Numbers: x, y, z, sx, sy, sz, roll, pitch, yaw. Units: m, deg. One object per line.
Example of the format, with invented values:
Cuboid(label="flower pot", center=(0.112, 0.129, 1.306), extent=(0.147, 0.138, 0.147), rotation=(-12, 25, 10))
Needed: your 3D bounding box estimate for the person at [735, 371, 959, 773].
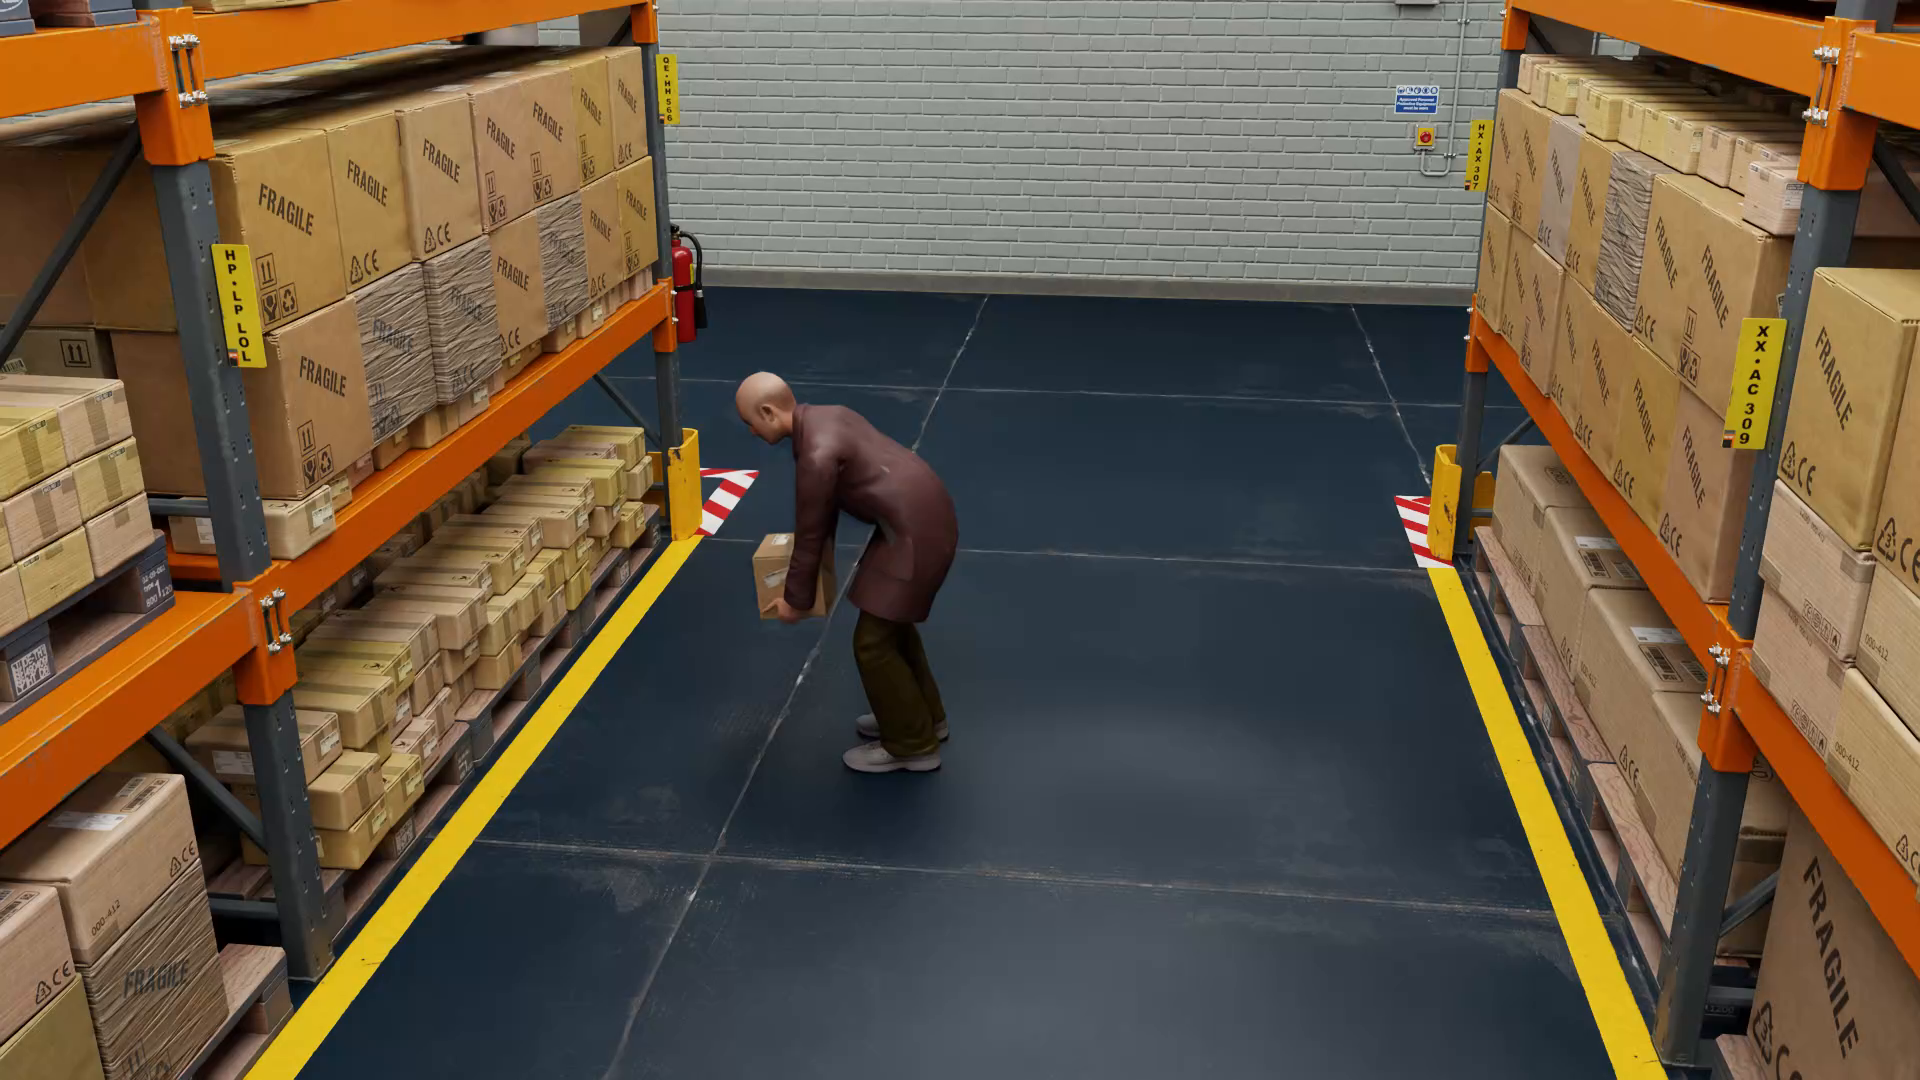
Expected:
Cuboid(label="person", center=(-0.407, 0.114, 6.206), extent=(0.806, 1.496, 0.556), rotation=(2, 21, 5))
